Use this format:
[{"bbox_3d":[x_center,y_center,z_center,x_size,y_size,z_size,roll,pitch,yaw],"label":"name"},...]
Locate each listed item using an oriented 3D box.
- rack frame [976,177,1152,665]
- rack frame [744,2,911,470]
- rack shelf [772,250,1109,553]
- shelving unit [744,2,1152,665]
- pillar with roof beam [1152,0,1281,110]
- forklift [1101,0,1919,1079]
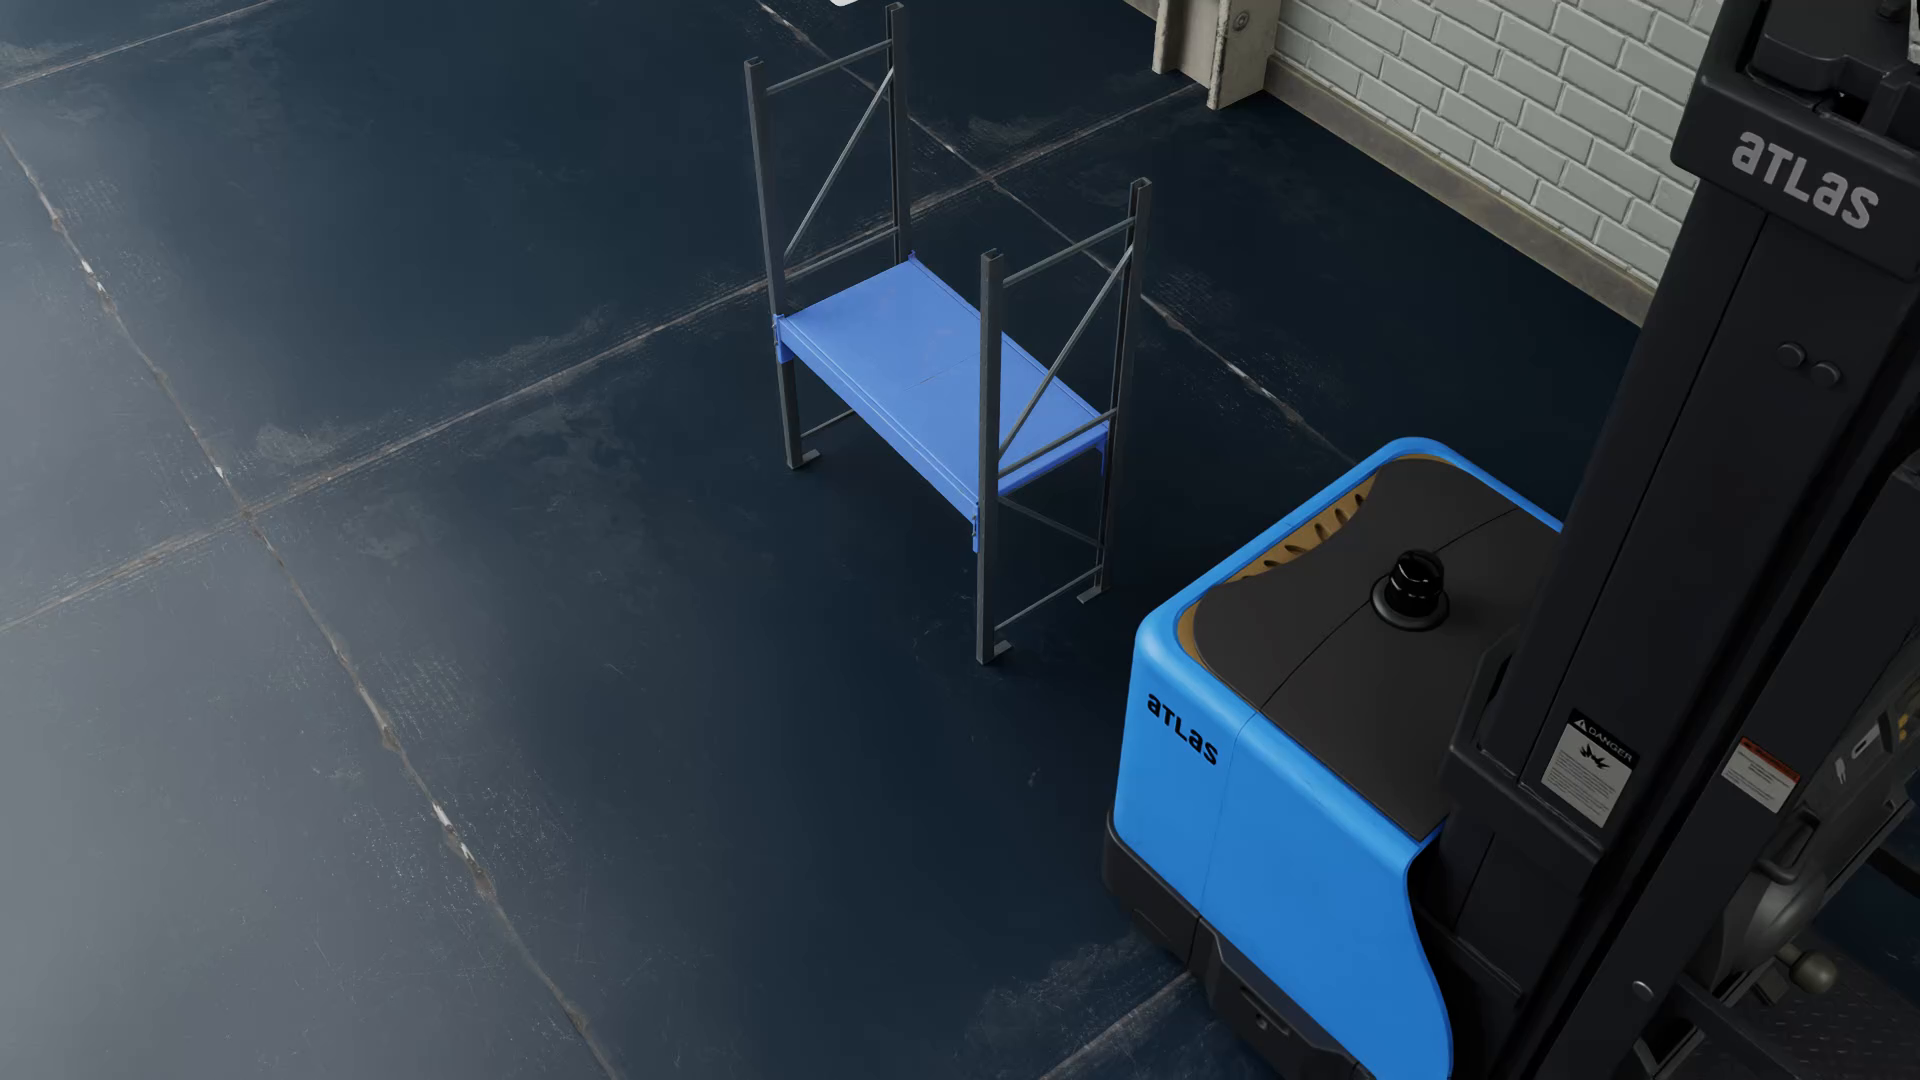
[{"bbox_3d":[0.256,-0.254,4.468,0.500,1.500,0.032,-29,54,-24],"label":"rack frame"},{"bbox_3d":[-0.359,-0.854,5.012,0.500,1.500,0.032,-29,54,-24],"label":"rack frame"},{"bbox_3d":[-0.052,-0.433,4.873,0.538,0.185,1.000,-29,54,-24],"label":"rack shelf"},{"bbox_3d":[-0.052,-0.554,4.740,0.538,1.500,1.048,-29,54,-24],"label":"shelving unit"},{"bbox_3d":[-2.372,-3.046,1.937,9.100,9.000,0.400,-29,54,-24],"label":"pillar with roof beam"},{"bbox_3d":[1.712,0.519,2.801,1.130,2.935,3.031,-33,56,-26],"label":"forklift"}]
